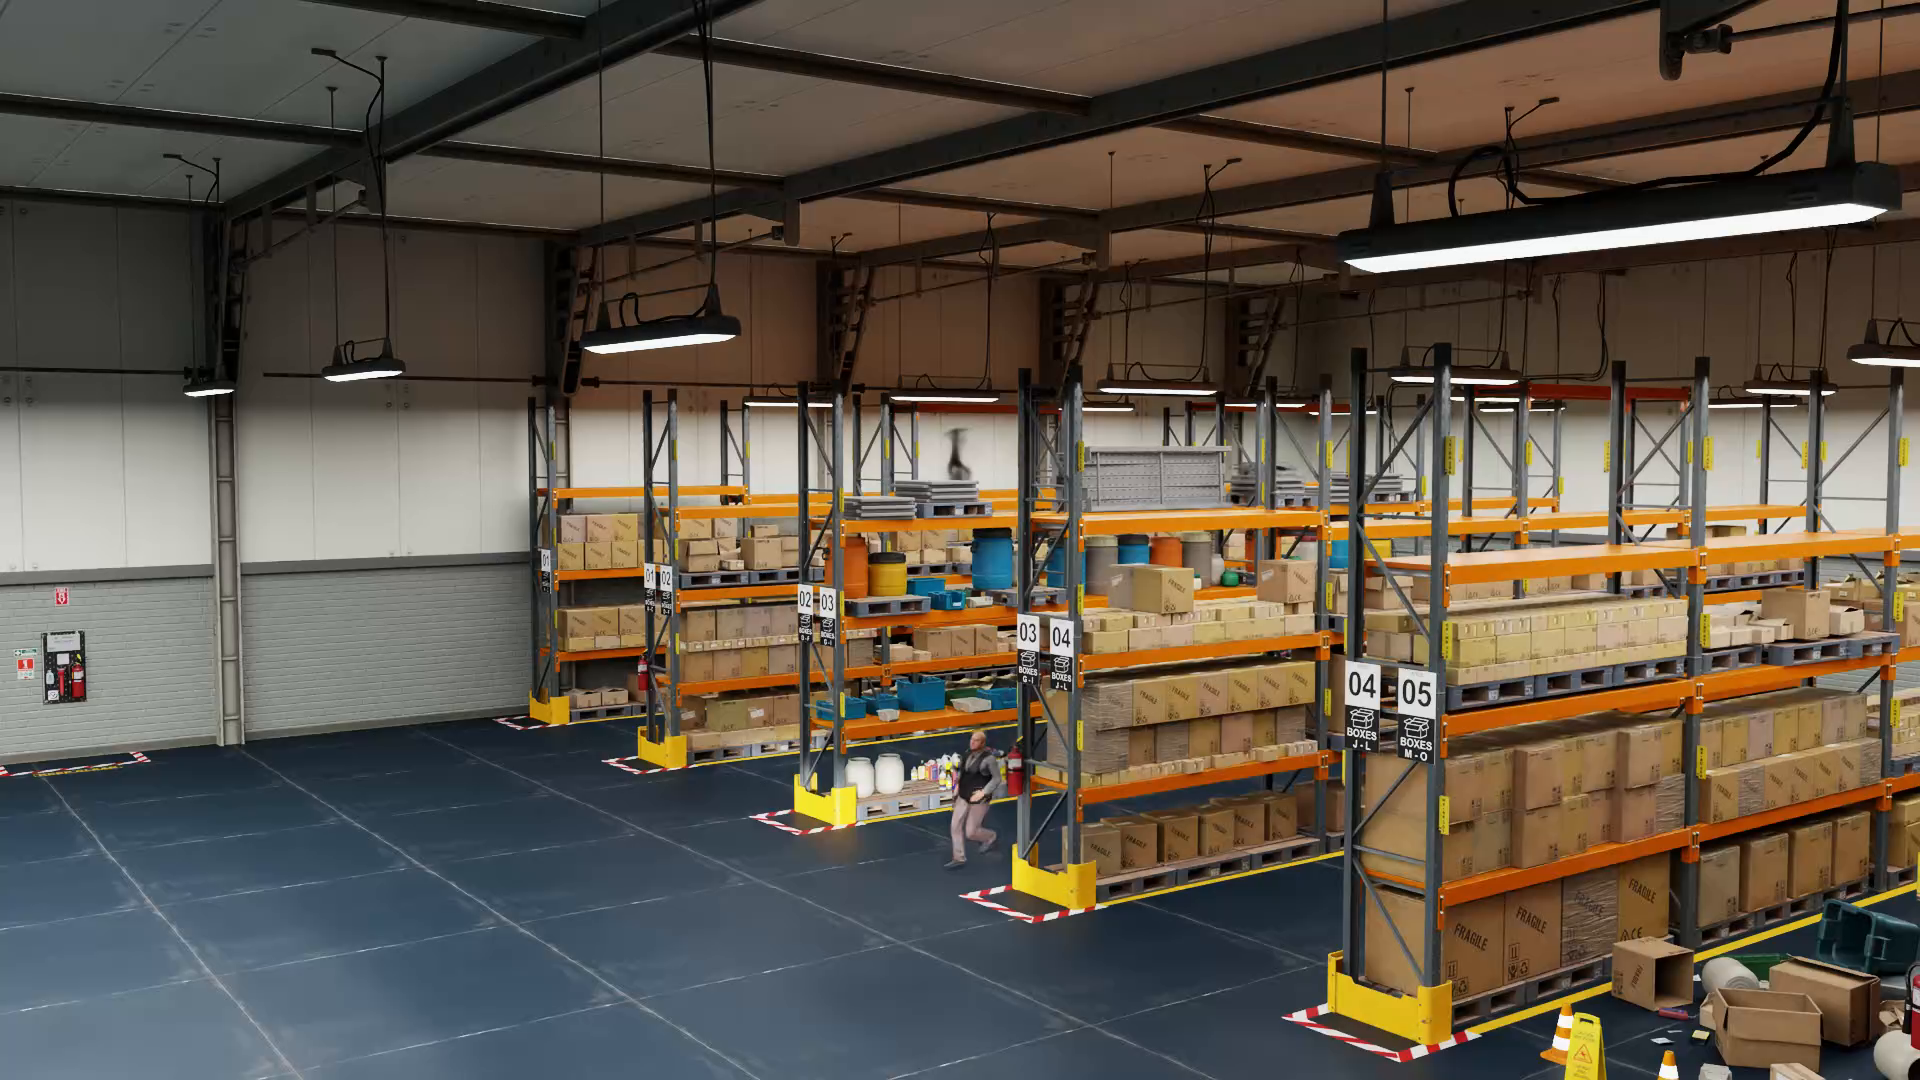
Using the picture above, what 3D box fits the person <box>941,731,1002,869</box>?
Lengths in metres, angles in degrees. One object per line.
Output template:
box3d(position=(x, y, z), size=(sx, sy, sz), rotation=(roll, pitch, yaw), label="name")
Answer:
box3d(position=(0.238, 3.141, 20.186), size=(0.756, 1.680, 0.713), rotation=(-3, 5, -44), label="person")
